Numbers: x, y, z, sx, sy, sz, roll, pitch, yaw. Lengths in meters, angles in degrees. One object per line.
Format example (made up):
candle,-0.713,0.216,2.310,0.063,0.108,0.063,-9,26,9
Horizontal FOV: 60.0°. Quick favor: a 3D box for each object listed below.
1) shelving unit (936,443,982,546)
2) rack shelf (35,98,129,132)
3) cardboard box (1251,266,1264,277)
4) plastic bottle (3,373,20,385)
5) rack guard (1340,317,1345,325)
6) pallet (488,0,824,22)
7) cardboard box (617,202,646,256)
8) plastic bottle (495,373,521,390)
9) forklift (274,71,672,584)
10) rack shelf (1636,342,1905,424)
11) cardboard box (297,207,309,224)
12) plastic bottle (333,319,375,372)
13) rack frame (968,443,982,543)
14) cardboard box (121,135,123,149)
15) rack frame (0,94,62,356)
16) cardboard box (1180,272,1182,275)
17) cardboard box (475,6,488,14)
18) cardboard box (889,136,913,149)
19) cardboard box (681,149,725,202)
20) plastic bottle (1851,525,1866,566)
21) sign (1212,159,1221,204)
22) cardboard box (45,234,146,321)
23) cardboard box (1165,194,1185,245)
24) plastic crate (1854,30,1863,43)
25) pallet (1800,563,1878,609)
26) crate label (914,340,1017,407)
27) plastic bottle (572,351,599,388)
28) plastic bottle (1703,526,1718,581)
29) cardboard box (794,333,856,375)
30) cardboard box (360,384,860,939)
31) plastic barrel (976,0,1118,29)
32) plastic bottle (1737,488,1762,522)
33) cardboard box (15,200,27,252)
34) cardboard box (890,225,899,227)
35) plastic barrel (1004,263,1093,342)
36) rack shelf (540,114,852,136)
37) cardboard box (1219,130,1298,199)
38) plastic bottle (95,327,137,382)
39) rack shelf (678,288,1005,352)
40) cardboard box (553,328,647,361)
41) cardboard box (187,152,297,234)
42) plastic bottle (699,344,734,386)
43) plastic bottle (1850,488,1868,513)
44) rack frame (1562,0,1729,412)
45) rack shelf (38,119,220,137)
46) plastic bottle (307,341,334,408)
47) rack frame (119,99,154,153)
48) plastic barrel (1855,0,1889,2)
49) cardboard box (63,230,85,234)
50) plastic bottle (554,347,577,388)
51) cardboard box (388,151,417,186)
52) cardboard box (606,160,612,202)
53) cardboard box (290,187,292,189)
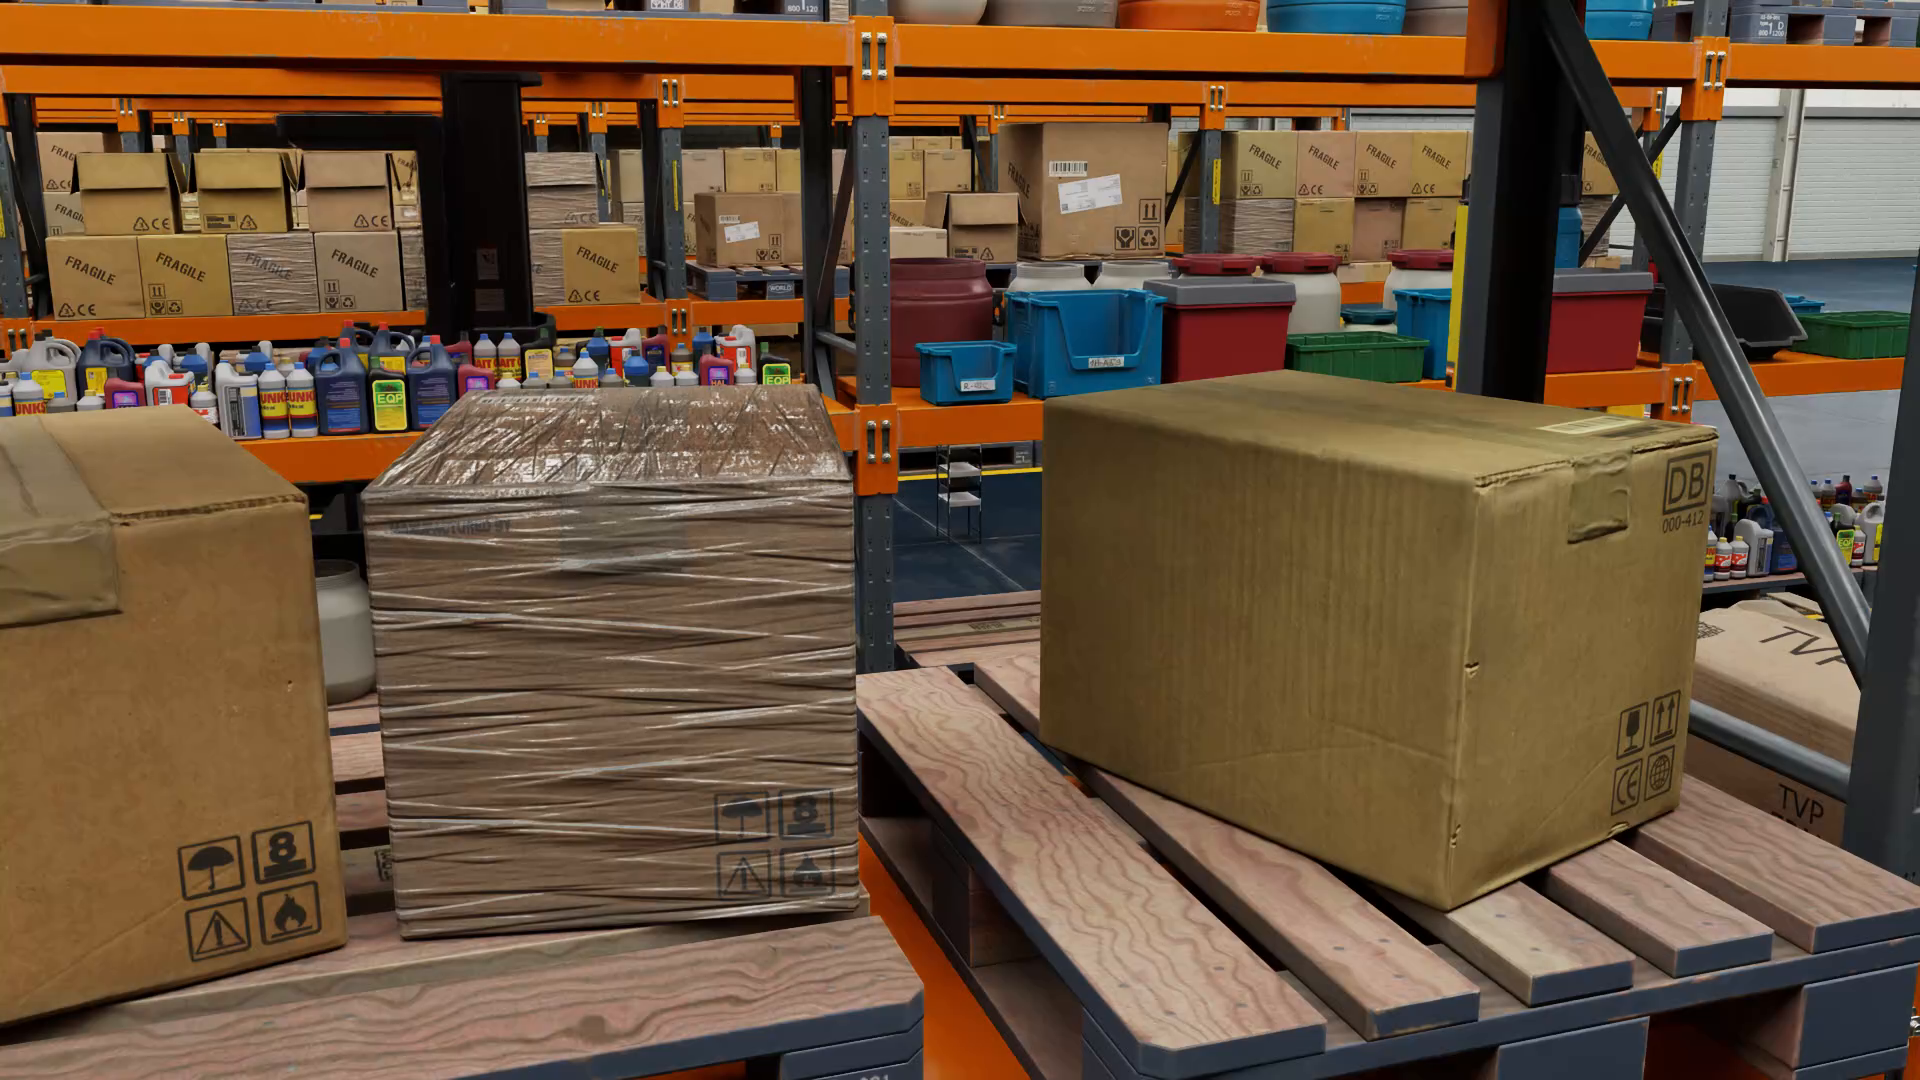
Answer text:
shelving unit,-0.008,-0.437,10.036,0.210,0.900,0.258,-4,14,-18
rack shelf,-9.246,-3.676,14.186,4.000,0.370,1.077,-4,14,-18
cardboard box,2.258,-2.052,12.832,0.250,0.149,0.380,-4,14,-18
plastic bottle,-3.611,-0.537,6.347,0.097,0.201,0.097,0,13,0
rack guard,4.045,-2.385,19.091,0.348,0.500,1.175,-4,14,-18
pallet,-1.250,-2.160,6.668,1.213,0.211,1.003,-4,14,-18
cardboard box,-3.048,-3.032,16.191,0.500,0.500,0.500,-4,14,-17
plastic bottle,-1.721,-0.536,6.343,0.097,0.201,0.097,0,13,0
forklift,-3.063,-1.251,9.066,3.031,2.935,1.130,-3,14,-13
rack shelf,5.193,-0.921,9.085,4.000,0.370,1.077,-4,14,-18
cardboard box,-5.840,-2.947,15.045,0.250,0.149,0.380,-4,14,-16
plastic bottle,-2.474,-0.729,6.834,0.185,0.351,0.144,-4,14,-18
rack frame,0.089,-0.445,10.068,0.006,0.900,0.240,-4,14,-18
cardboard box,-9.500,-4.555,19.031,0.250,0.149,0.380,-4,14,-17
rack frame,-5.865,-1.619,10.466,0.127,3.000,1.000,-4,14,-18
cardboard box,1.828,-2.167,13.315,0.250,0.149,0.380,-4,14,-18
cardboard box,-4.341,-4.762,15.327,0.258,0.266,0.396,-4,14,-18
cardboard box,-0.957,-5.047,21.861,0.500,0.500,0.700,-5,14,-19
cardboard box,-2.652,-3.613,16.473,0.500,0.500,0.700,-5,14,-19
plastic bottle,4.649,0.026,8.647,0.097,0.201,0.097,0,13,0
sign,1.898,-2.651,12.304,0.005,0.325,0.100,-4,14,-18
cardboard box,-5.349,-1.647,10.367,0.500,0.500,0.500,-4,14,-18
cardboard box,2.111,-3.528,18.169,0.500,0.550,0.875,-4,14,-18
plastic crate,4.690,-2.661,8.936,0.396,0.136,0.243,-4,14,-18
pallet,5.105,0.102,9.256,1.213,0.211,1.003,-4,14,-18
crate label,0.025,-0.695,6.945,0.416,0.233,0.303,-4,14,-18
plastic bottle,-1.444,-0.591,6.425,0.097,0.271,0.097,0,13,0
plastic bottle,3.739,0.063,8.341,0.097,0.271,0.097,0,13,0
cardboard box,-0.949,-1.374,12.268,0.500,0.250,0.500,-3,14,-12
cardboard box,-0.406,0.103,2.105,0.500,0.500,0.700,-2,13,-7
plastic barrel,0.354,-2.544,6.790,0.600,0.901,0.600,0,13,0
plastic bottle,4.361,-0.144,9.184,0.133,0.283,0.061,-4,14,-18
cardboard box,-8.212,-2.772,14.454,0.500,0.500,0.500,-5,14,-20
cardboard box,-0.579,-2.235,12.441,0.258,0.266,0.396,-5,14,-20
plastic barrel,0.413,-1.005,7.644,0.421,0.512,0.421,0,13,0
rack shelf,-3.339,-5.344,21.202,4.000,0.370,1.077,-4,14,-18
cardboard box,2.225,-2.866,12.692,0.500,0.500,0.500,-4,14,-18
plastic bottle,-3.343,-0.662,6.549,0.185,0.351,0.144,-4,14,-18
rack shelf,-0.178,-1.712,12.411,4.000,0.370,1.077,-4,14,-18
cardboard box,-2.734,-1.038,11.710,0.875,0.875,1.225,-5,14,-21
cardboard box,-4.608,-2.253,10.747,0.637,0.503,0.797,-4,14,-17
plastic bottle,-0.960,-0.630,6.563,0.133,0.283,0.061,-4,14,-18
plastic bottle,5.173,-0.198,9.588,0.097,0.201,0.097,0,13,0
rack frame,3.297,-1.123,8.382,0.127,3.000,1.000,-4,14,-18
rack shelf,-12.507,-5.842,23.295,4.000,0.370,1.077,-4,14,-18
plastic bottle,-2.596,-0.672,6.765,0.097,0.271,0.097,0,13,0
rack frame,-7.351,-2.714,15.071,0.127,3.000,1.000,-4,14,-18
plastic barrel,4.275,-3.080,8.138,0.708,0.901,0.600,-4,14,-18
cardboard box,-5.508,-1.762,10.852,0.500,0.500,0.500,-4,14,-18
plastic bottle,-1.691,-0.723,7.132,0.097,0.201,0.097,0,13,0
cardboard box,-6.597,-4.452,20.001,0.500,0.500,0.500,-4,14,-18
cardboard box,-4.242,-4.508,20.845,0.500,0.500,0.500,-4,14,-15
cardboard box,-6.284,-3.216,15.531,0.250,0.149,0.380,-5,14,-18
